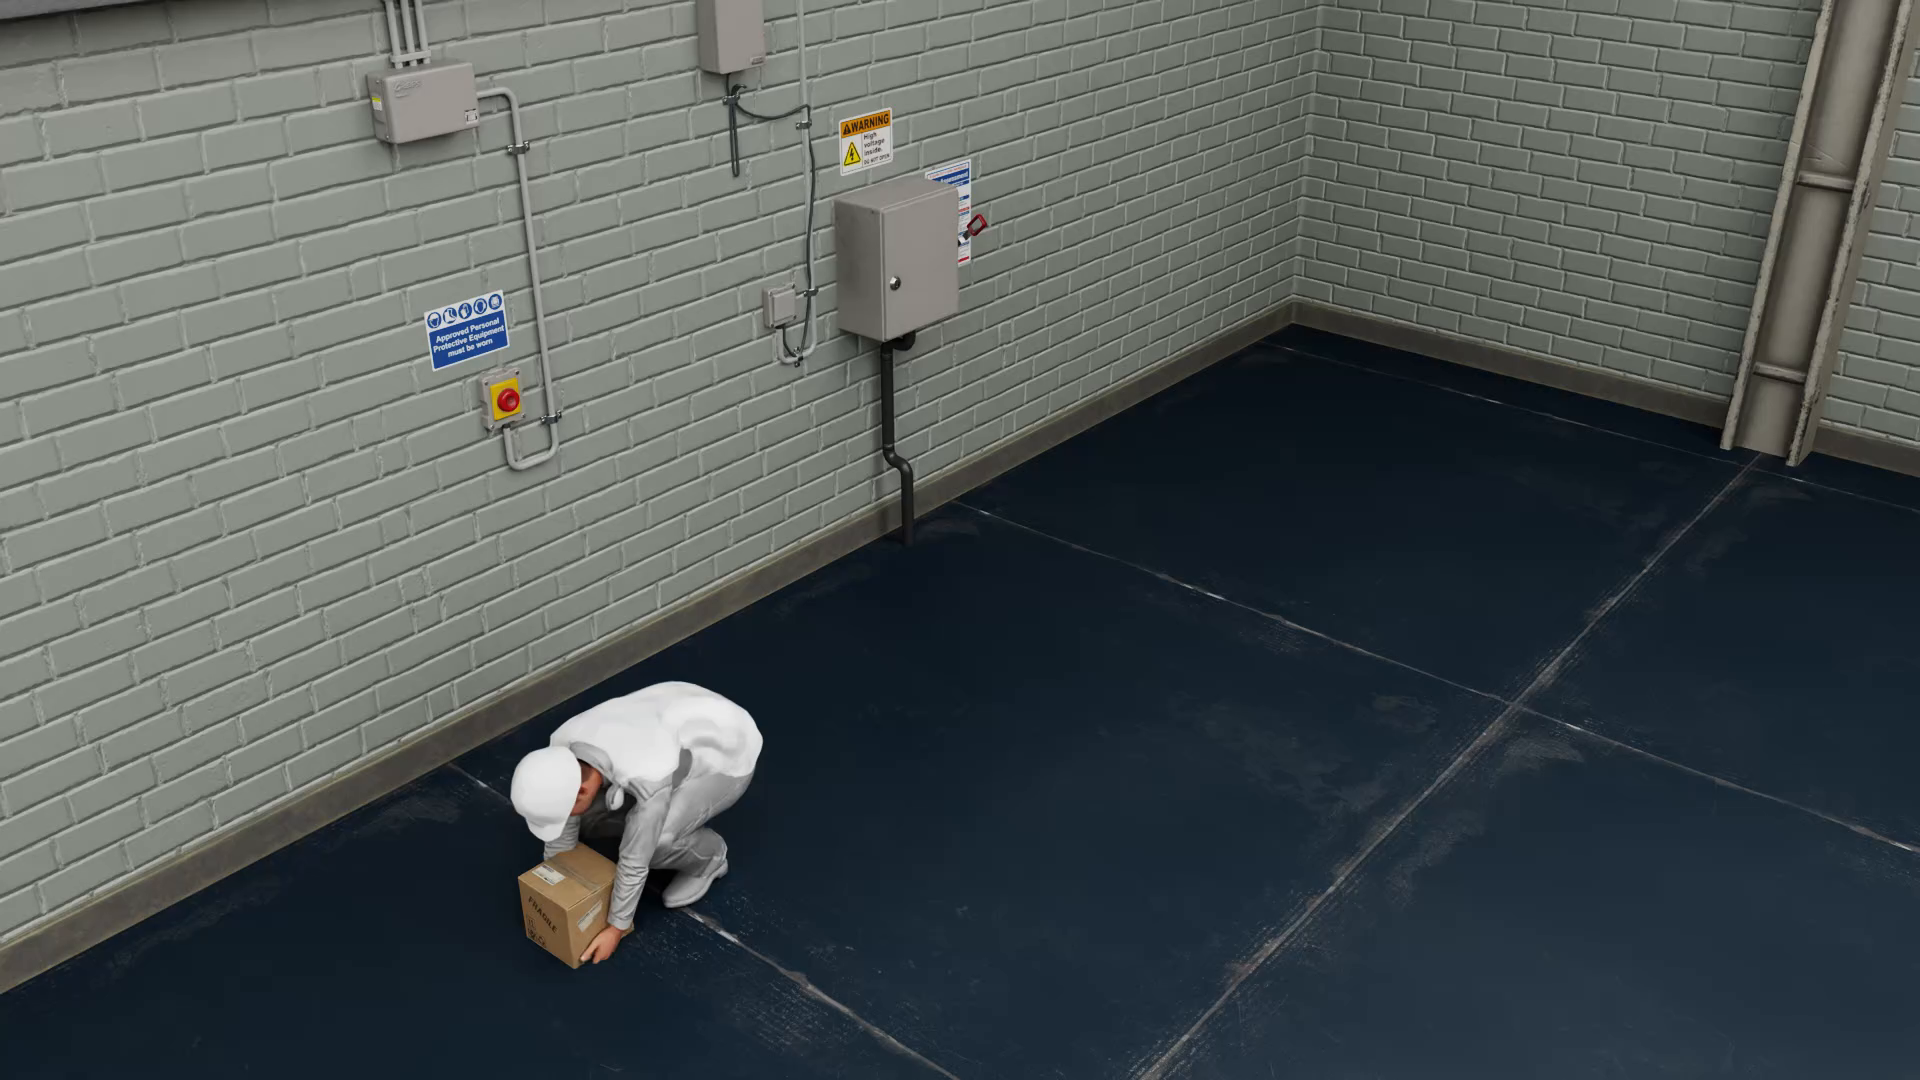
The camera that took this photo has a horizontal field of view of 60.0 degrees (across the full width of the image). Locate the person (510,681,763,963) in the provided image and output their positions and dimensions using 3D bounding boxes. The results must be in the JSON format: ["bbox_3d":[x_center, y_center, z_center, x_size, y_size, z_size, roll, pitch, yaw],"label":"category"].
[{"bbox_3d":[-1.076,0.890,5.524,0.515,0.860,0.961,20,33,34],"label":"person"}]
